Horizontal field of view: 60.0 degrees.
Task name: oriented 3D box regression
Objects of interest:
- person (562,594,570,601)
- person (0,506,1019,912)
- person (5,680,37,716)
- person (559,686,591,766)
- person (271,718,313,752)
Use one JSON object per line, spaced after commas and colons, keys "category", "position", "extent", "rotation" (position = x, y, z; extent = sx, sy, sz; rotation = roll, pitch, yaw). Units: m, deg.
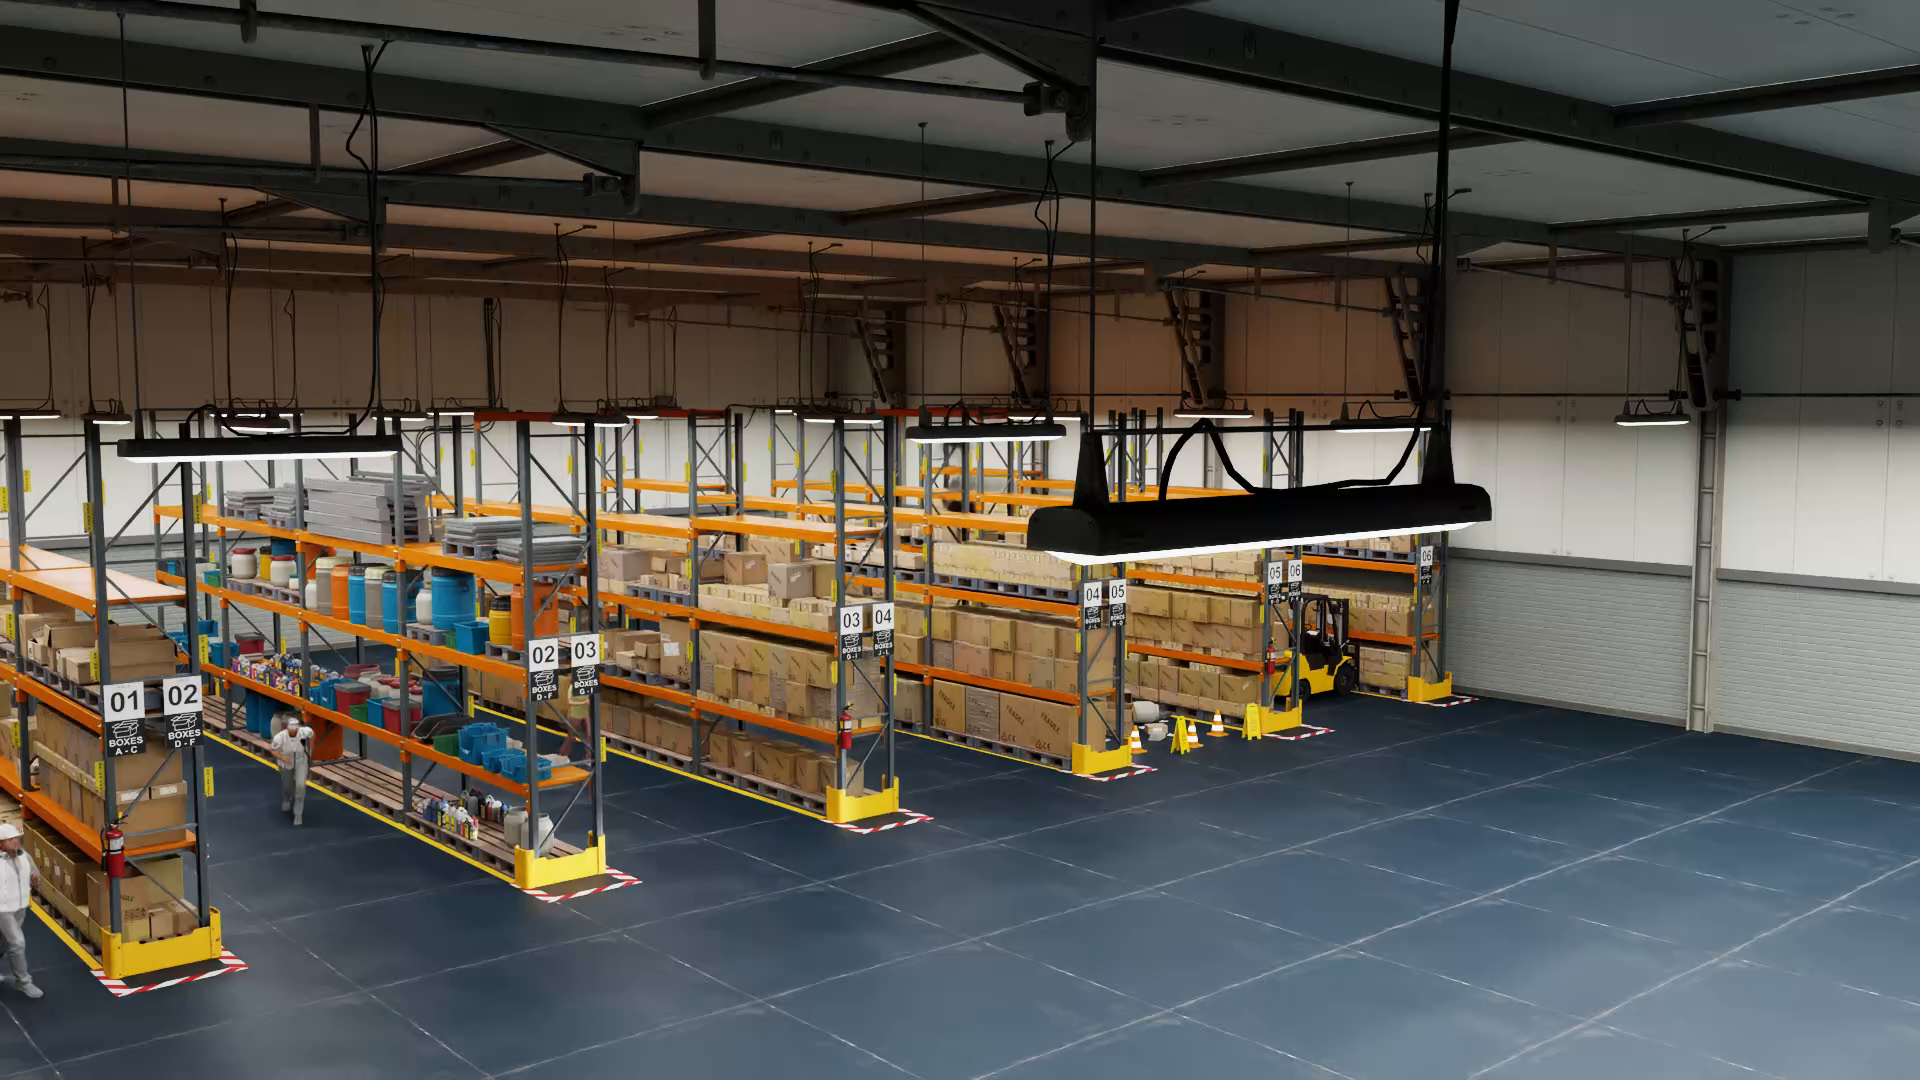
{"category": "person", "position": [-9.211, 2.007, 38.811], "extent": [0.654, 1.584, 0.705], "rotation": [-2, 5, -20]}
{"category": "person", "position": [-4.391, 1.524, 30.222], "extent": [3.766, 2.524, 28.459], "rotation": [2, 5, 17]}
{"category": "person", "position": [-17.968, 2.728, 31.538], "extent": [0.940, 1.690, 0.594], "rotation": [1, 5, 15]}
{"category": "person", "position": [-6.452, 3.010, 28.088], "extent": [0.909, 1.697, 0.553], "rotation": [4, 6, 37]}
{"category": "person", "position": [-9.819, 2.957, 24.502], "extent": [0.608, 0.706, 0.524], "rotation": [-3, 6, -30]}
